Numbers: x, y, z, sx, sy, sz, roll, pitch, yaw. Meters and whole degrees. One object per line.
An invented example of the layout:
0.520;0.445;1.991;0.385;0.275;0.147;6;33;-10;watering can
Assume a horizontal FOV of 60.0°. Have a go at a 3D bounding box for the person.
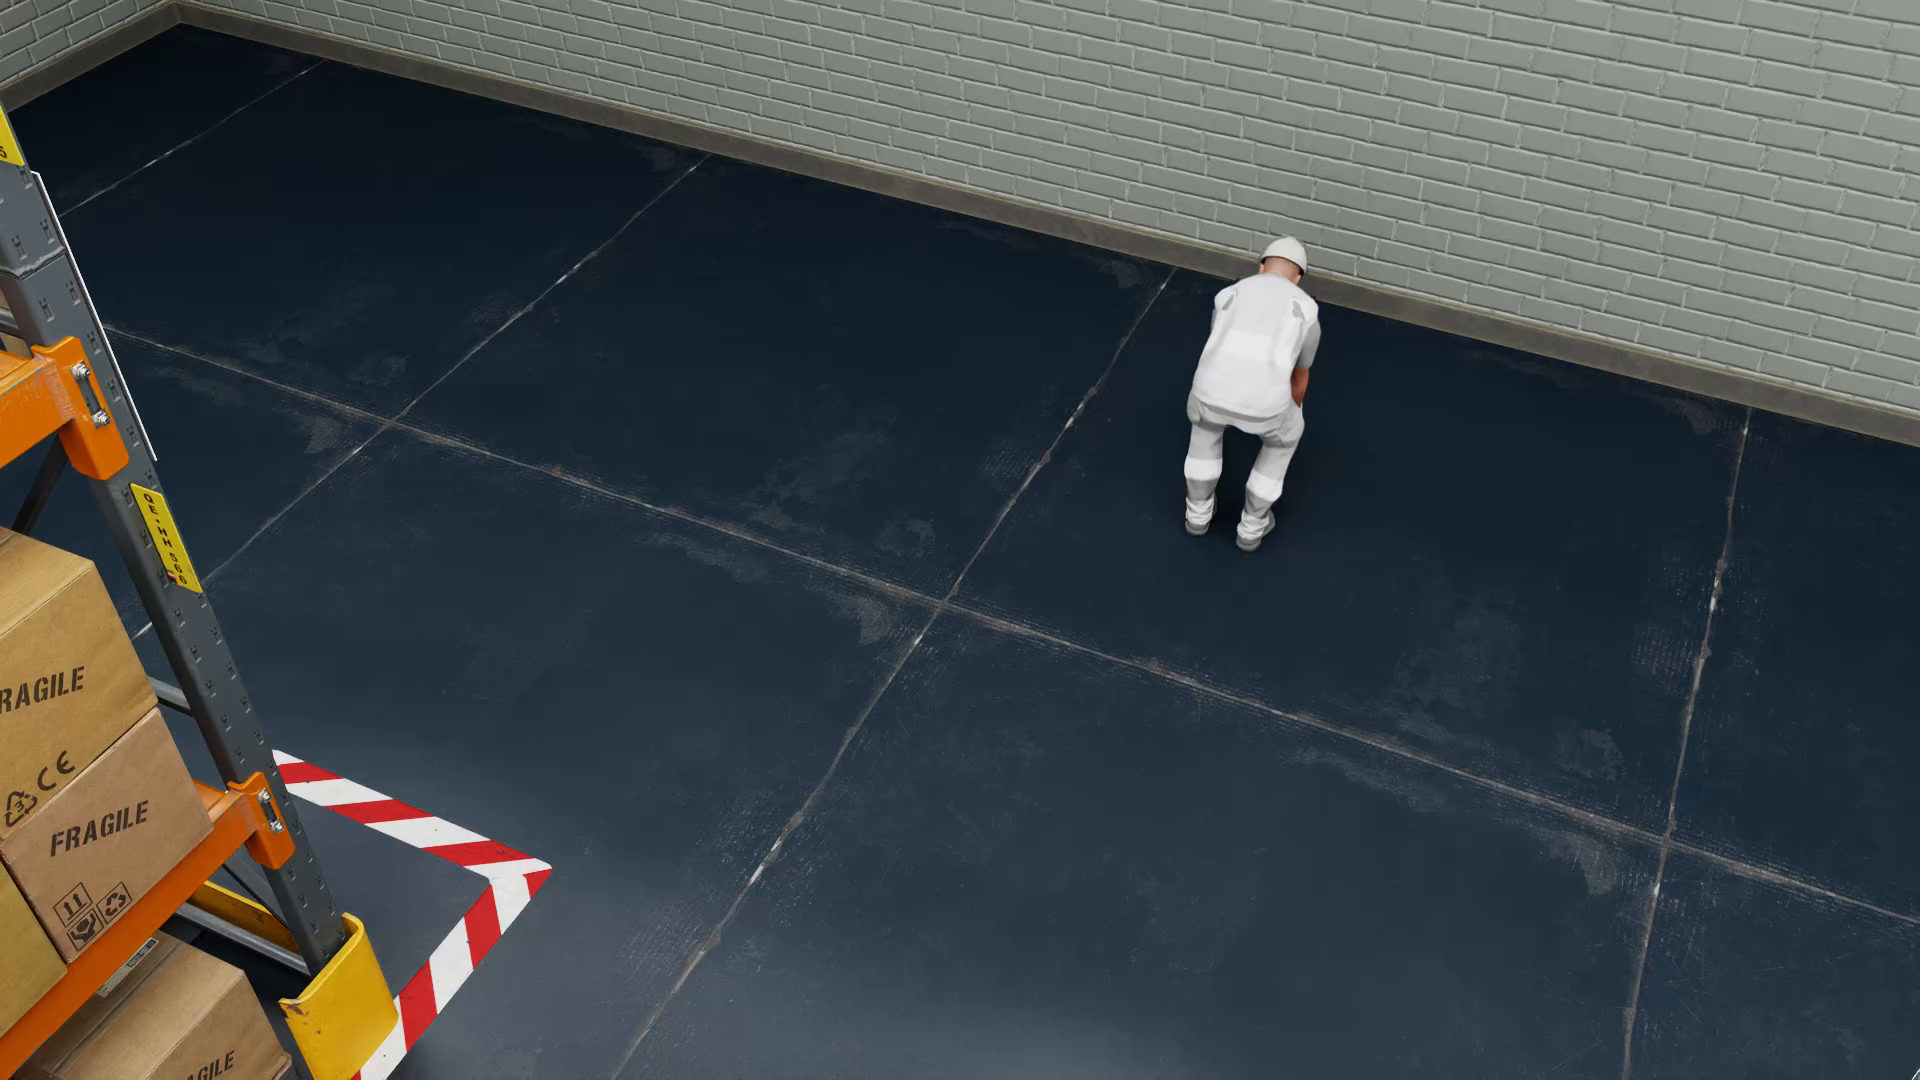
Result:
1.289;-0.628;7.302;0.517;1.182;0.943;15;44;17;person
